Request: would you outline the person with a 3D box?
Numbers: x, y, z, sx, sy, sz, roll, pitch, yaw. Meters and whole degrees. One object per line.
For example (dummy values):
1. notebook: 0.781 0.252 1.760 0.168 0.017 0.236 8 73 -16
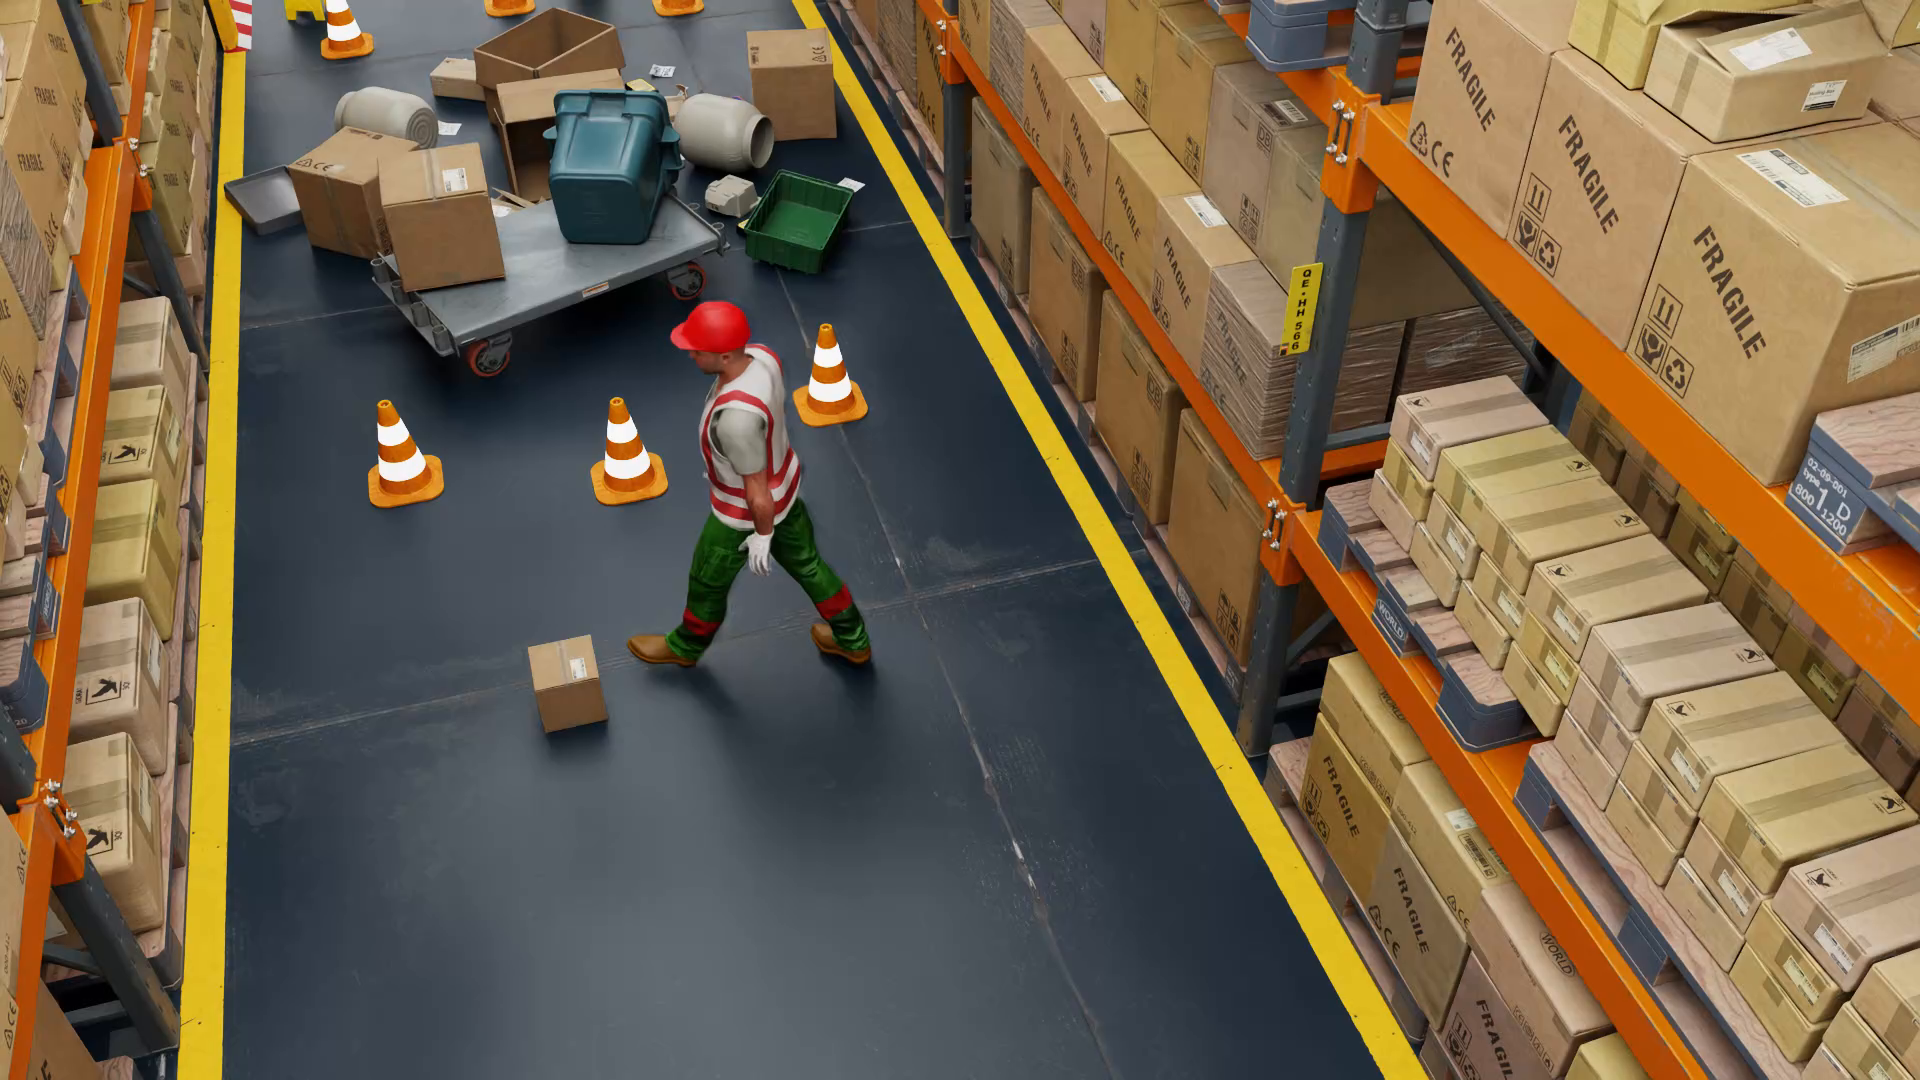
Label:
1. person: -0.852 -0.173 6.329 0.974 1.747 0.543 9 43 10
